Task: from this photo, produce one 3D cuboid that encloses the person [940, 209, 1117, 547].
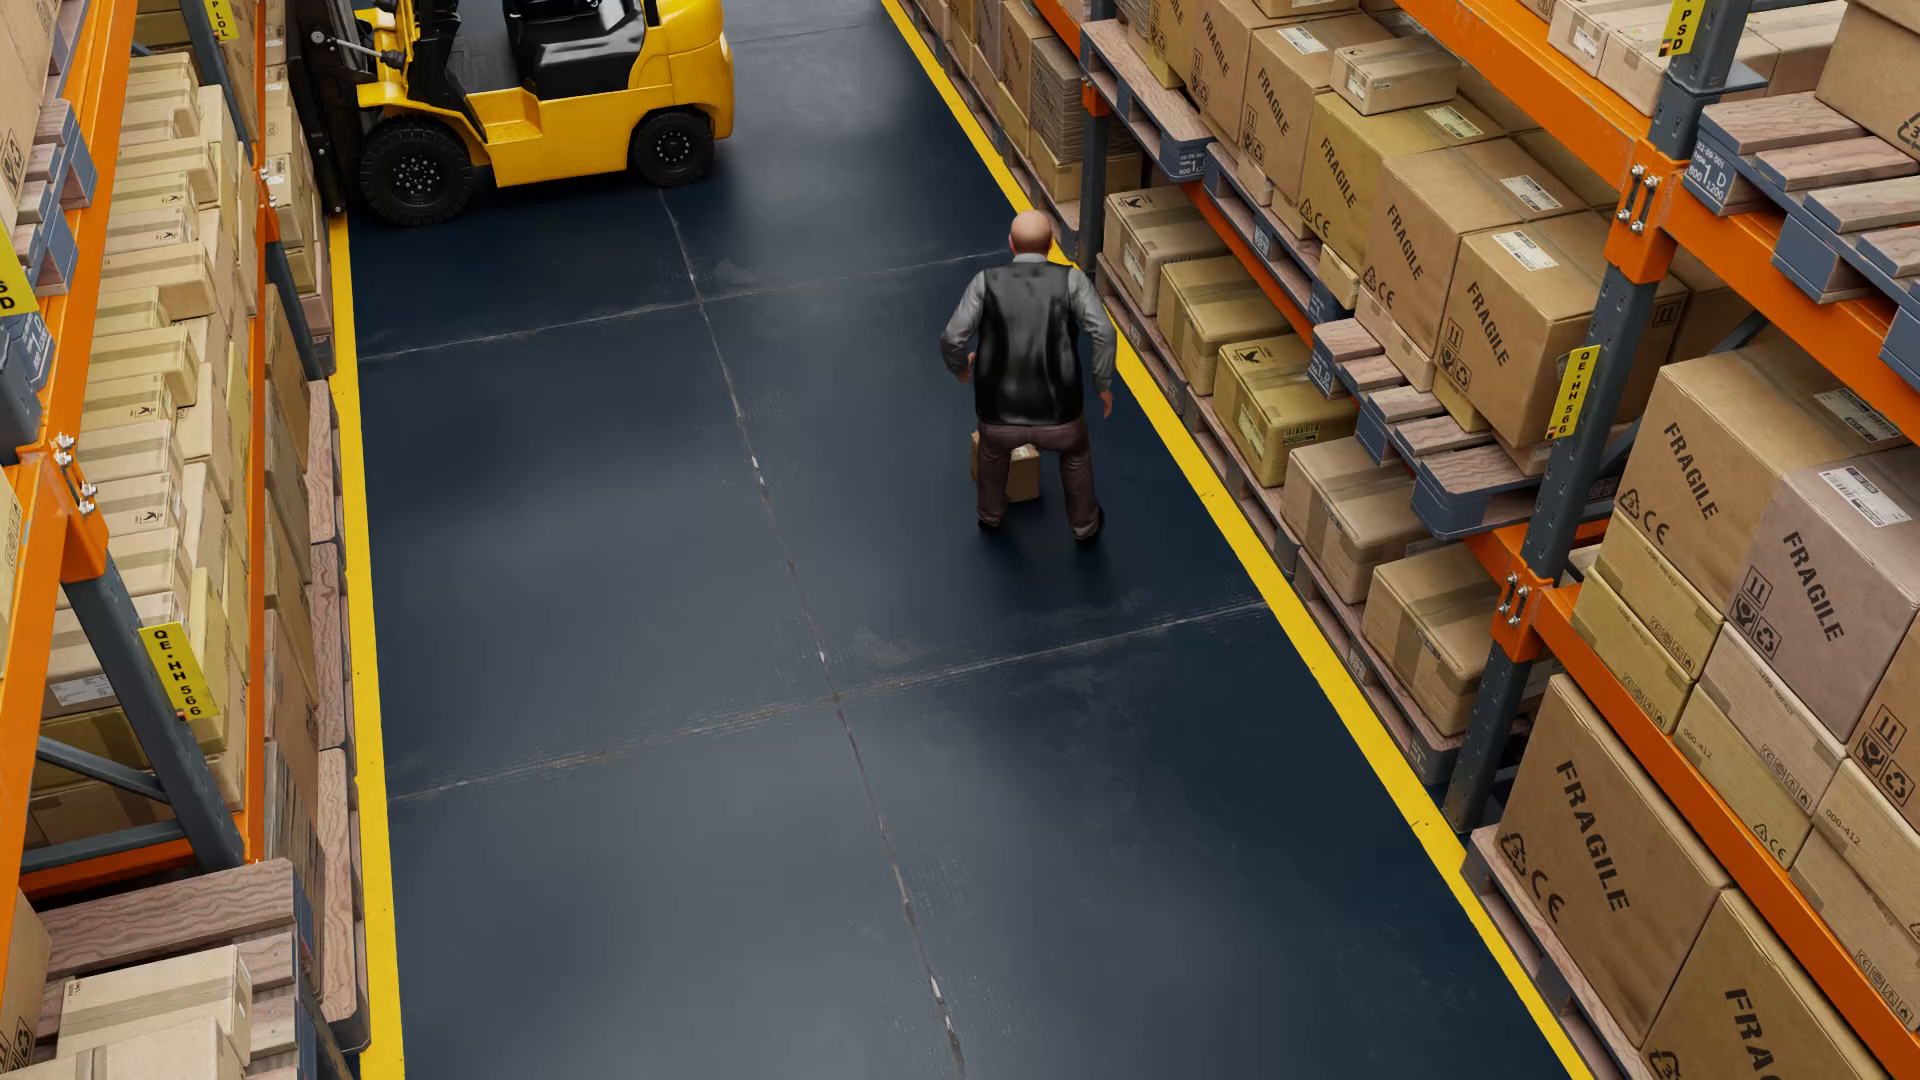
[{"bbox_3d":[0.284,-0.597,7.019,0.722,1.483,0.728,3,42,3],"label":"person"}]
